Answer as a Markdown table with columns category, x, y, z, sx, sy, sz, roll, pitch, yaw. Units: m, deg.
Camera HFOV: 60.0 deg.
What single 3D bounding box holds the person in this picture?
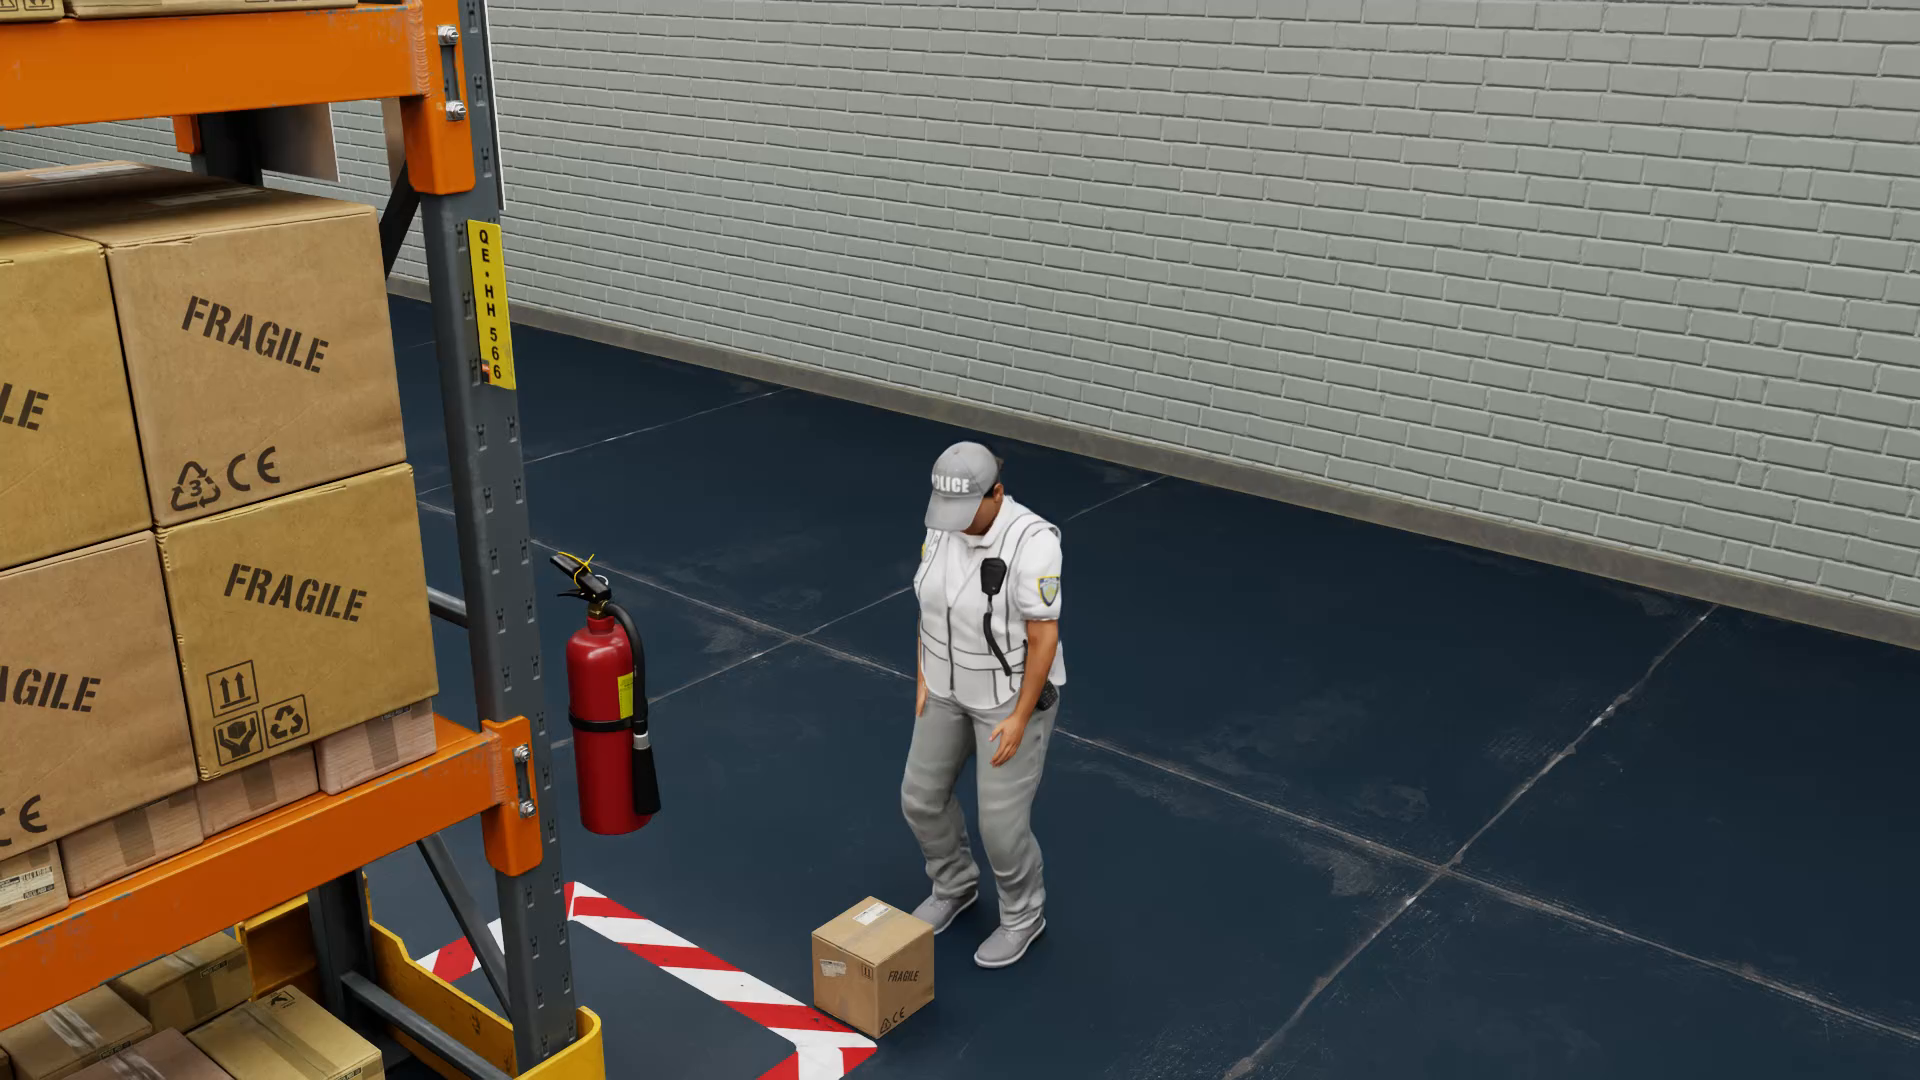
| category | x | y | z | sx | sy | sz | roll | pitch | yaw |
| --- | --- | --- | --- | --- | --- | --- | --- | --- | --- |
| person | 0.067 | 0.476 | 4.876 | 0.496 | 1.621 | 0.453 | 17 | 26 | 38 |
